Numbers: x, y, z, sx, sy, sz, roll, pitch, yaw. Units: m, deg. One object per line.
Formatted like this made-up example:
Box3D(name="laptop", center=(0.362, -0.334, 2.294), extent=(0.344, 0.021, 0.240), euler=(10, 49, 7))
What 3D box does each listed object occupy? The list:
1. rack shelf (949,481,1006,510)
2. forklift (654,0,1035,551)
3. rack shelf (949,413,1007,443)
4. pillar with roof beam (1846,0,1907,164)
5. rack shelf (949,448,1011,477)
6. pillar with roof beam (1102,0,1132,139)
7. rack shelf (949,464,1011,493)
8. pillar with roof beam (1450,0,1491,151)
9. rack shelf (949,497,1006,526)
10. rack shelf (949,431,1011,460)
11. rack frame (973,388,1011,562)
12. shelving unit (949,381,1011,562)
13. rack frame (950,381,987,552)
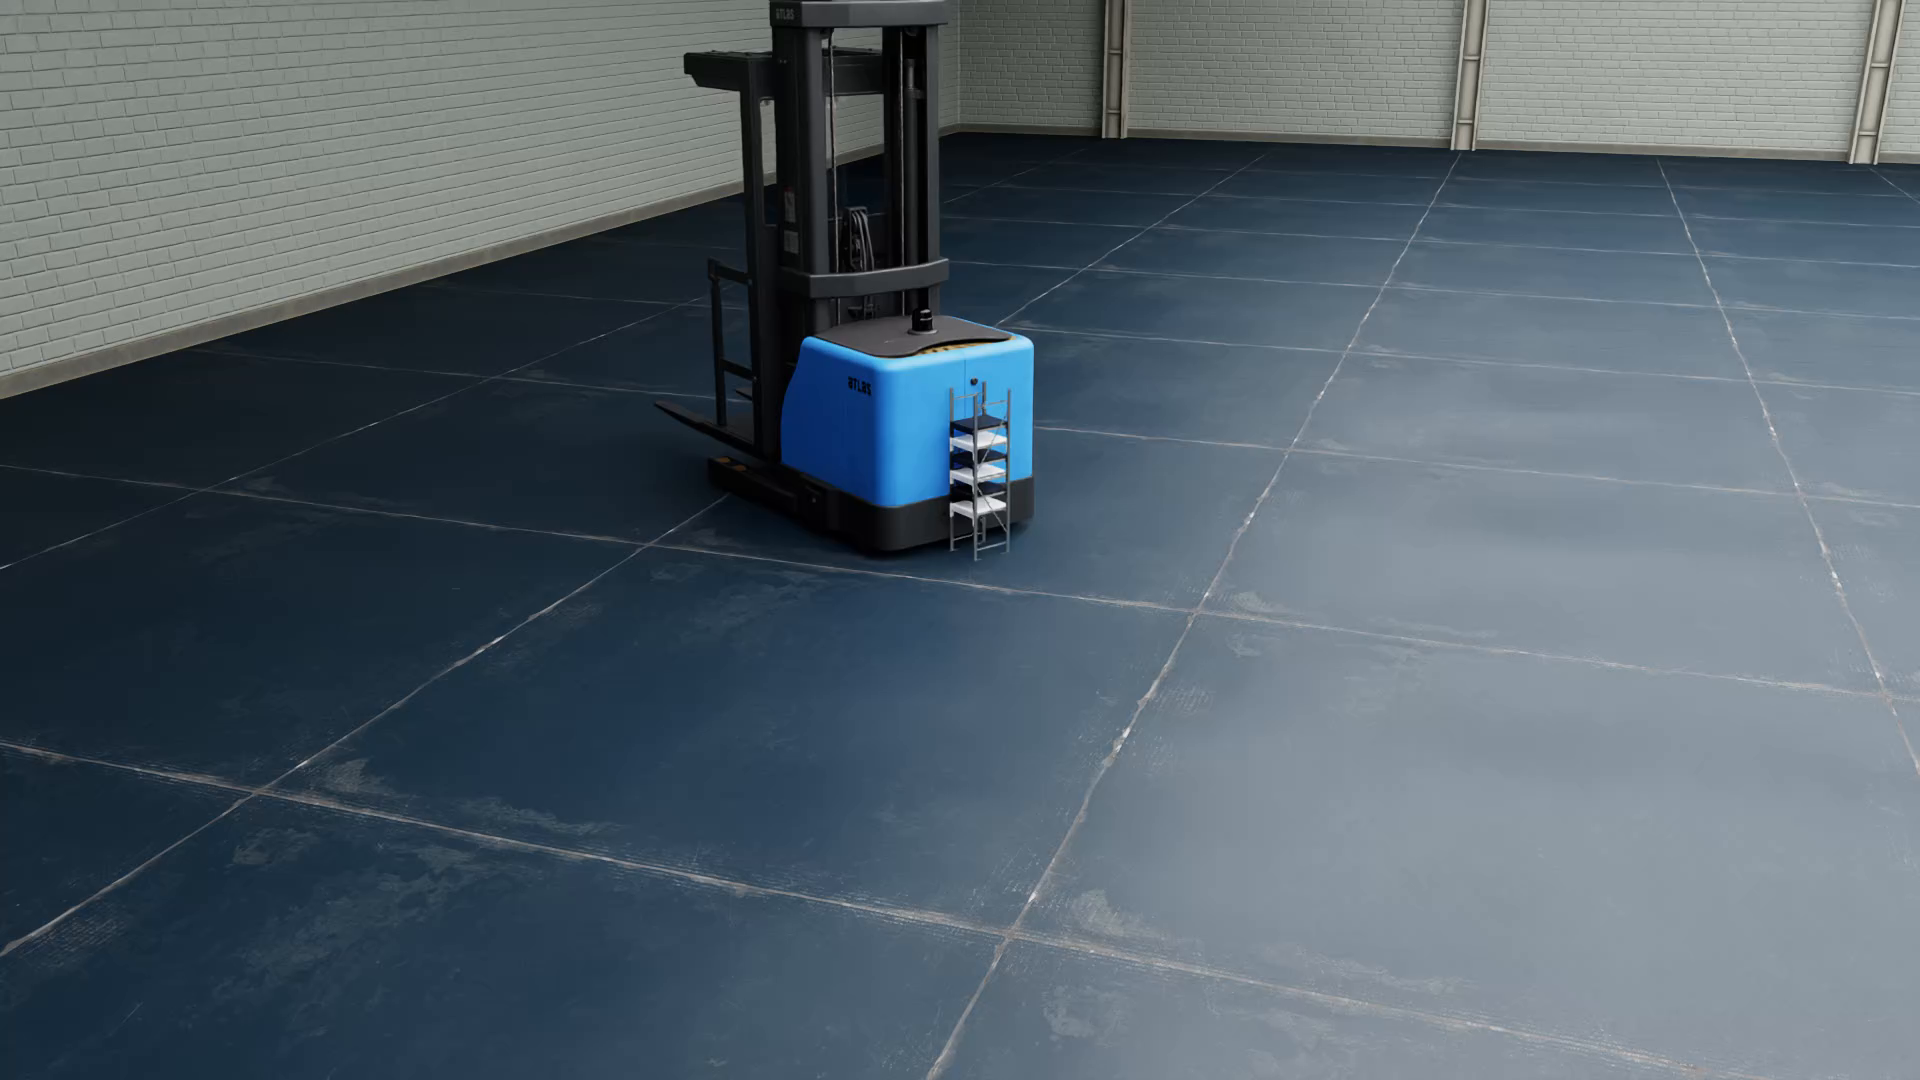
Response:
Box3D(name="rack shelf", center=(0.105, -0.244, 8.783), extent=(0.258, 0.077, 0.200), euler=(-14, 24, -35))
Box3D(name="forklift", center=(-0.865, -1.749, 9.641), extent=(1.130, 2.935, 3.031), euler=(-14, 23, -34))
Box3D(name="rack shelf", center=(0.105, -0.584, 8.665), extent=(0.258, 0.077, 0.200), euler=(-14, 24, -35))
Box3D(name="pillar with roof beam", center=(12.683, -8.809, 20.676), extent=(0.400, 9.000, 9.100), euler=(7, 20, 18))
Box3D(name="rack shelf", center=(0.105, -0.414, 8.724), extent=(0.258, 0.077, 0.200), euler=(-14, 24, -35))
Box3D(name="pillar with roof beam", center=(1.347, -10.105, 24.395), extent=(0.400, 9.000, 9.100), euler=(7, 20, 18))
Box3D(name="rack shelf", center=(0.105, -0.329, 8.753), extent=(0.258, 0.077, 0.200), euler=(-14, 24, -35))
Box3D(name="pillar with roof beam", center=(7.015, -9.457, 22.536), extent=(0.400, 9.000, 9.100), euler=(7, 20, 18))
Box3D(name="rack shelf", center=(0.105, -0.159, 8.813), extent=(0.258, 0.077, 0.200), euler=(-14, 24, -35))
Box3D(name="rack shelf", center=(0.105, -0.499, 8.694), extent=(0.258, 0.077, 0.200), euler=(-14, 24, -35))
Box3D(name="rack frame", center=(0.167, -0.334, 8.666), extent=(0.240, 0.900, 0.006), euler=(-14, 24, -35))
Box3D(name="shelving unit", center=(0.105, -0.360, 8.742), extent=(0.258, 0.900, 0.210), euler=(-14, 24, -35))
Box3D(name="rack frame", center=(0.043, -0.387, 8.819), extent=(0.240, 0.900, 0.006), euler=(-14, 24, -35))
